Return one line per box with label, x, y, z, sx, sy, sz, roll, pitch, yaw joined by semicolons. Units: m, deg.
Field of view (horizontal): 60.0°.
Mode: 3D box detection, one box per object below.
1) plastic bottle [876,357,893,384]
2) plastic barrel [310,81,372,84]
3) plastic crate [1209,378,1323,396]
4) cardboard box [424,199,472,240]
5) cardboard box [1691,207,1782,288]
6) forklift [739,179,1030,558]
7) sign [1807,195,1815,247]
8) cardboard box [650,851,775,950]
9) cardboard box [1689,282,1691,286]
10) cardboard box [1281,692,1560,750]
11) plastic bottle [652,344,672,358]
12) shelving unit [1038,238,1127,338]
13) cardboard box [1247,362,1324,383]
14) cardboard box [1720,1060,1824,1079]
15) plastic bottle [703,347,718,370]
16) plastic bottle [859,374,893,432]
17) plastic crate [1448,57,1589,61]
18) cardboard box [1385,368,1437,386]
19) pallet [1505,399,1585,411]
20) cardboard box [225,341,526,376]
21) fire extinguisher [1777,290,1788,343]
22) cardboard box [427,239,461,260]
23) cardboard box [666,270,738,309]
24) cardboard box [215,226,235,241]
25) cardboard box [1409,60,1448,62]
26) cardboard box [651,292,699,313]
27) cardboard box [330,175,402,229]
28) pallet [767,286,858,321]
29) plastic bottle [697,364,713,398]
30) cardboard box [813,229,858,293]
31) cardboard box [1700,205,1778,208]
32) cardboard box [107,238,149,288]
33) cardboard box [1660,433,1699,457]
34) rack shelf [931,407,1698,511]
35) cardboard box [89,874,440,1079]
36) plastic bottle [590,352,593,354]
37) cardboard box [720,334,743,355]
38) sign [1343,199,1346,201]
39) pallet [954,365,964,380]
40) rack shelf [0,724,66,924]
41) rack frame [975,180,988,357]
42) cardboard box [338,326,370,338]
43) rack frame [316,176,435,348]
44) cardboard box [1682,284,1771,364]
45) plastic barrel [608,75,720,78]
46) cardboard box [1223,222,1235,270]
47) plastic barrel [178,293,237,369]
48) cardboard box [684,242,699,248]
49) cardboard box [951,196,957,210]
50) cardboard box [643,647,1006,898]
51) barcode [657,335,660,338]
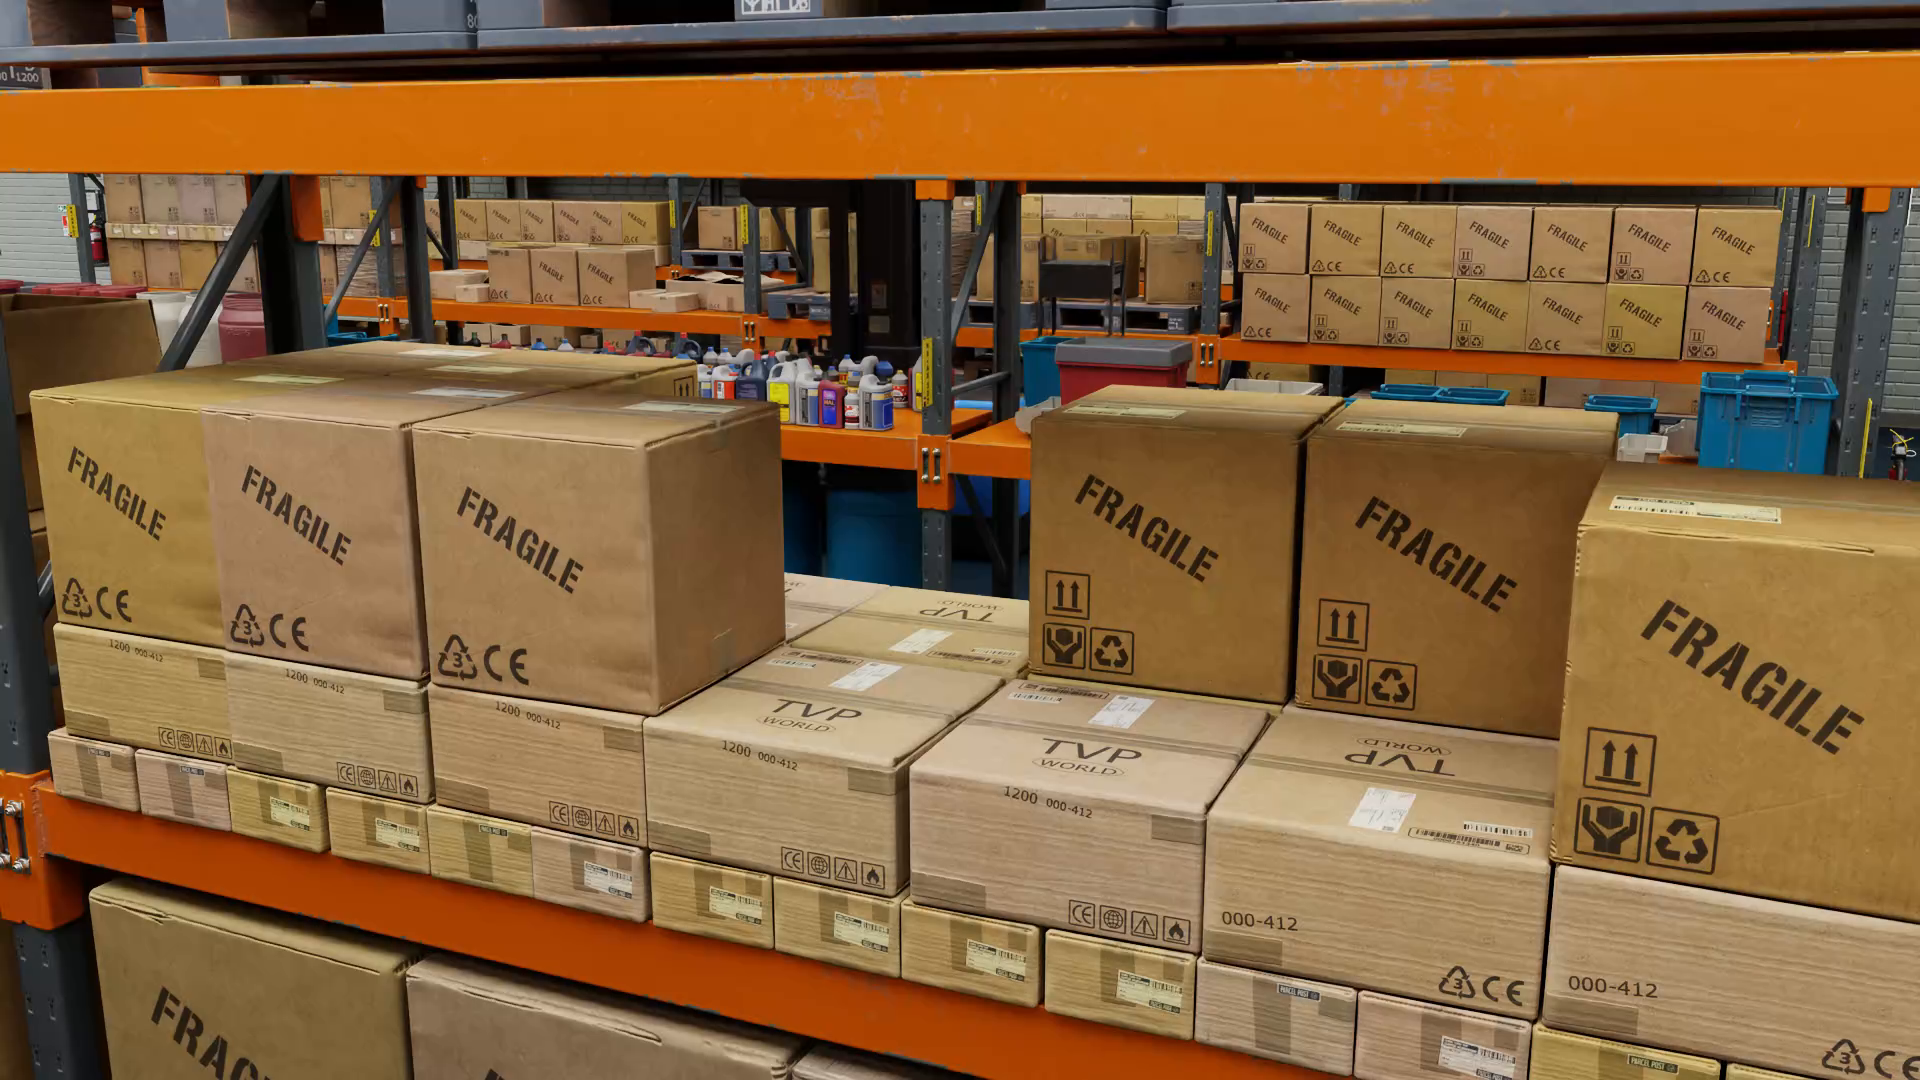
plastic bottle;-0.419;-0.878;9.213;0.097;0.271;0.097;0;13;0
plastic barrel;-3.749;-2.767;10.170;0.421;0.512;0.421;0;13;0
plastic crate;1.389;-0.581;7.794;0.530;0.282;0.437;6;14;23
cardboard box;-6.576;-4.164;21.577;0.500;0.500;0.500;6;14;23
cardboard box;5.216;-1.973;11.189;0.500;0.500;0.500;6;14;23
forklift;-0.884;-1.481;11.652;3.031;2.935;1.130;4;14;18
sign;5.492;-2.057;10.729;0.005;0.325;0.100;6;14;23
cardboard box;-0.377;0.608;3.147;0.250;0.149;0.380;5;14;22
cardboard box;7.267;-2.680;15.952;0.700;0.700;0.980;7;15;26
cardboard box;0.911;0.396;3.179;0.500;0.250;0.500;6;14;23
plastic bottle;-1.735;-1.007;9.734;0.133;0.283;0.061;6;14;23
shelving unit;0.818;-0.962;11.258;0.503;2.100;0.431;4;14;18
cardboard box;3.434;-2.050;17.710;0.750;0.750;0.750;6;14;24
cardboard box;1.260;0.773;2.443;0.250;0.149;0.380;6;15;24
plastic bottle;-1.444;-0.982;9.655;0.097;0.271;0.097;0;13;0
plastic bottle;-0.423;-0.698;8.435;0.135;0.276;0.152;6;14;23
plastic crate;2.440;-2.048;7.487;0.767;0.338;0.504;6;14;23
cardboard box;4.723;-1.756;17.223;0.500;0.500;0.700;6;14;24
pallet;5.864;-1.302;16.841;1.213;0.211;1.003;6;14;23
cardboard box;-1.410;-0.205;4.099;0.500;0.500;0.500;6;15;25
fire extinguisher;7.689;-2.159;15.376;0.183;0.674;0.296;6;14;23
cardboard box;-6.573;-3.794;21.643;0.500;0.250;0.500;5;14;22
cardboard box;-2.319;-2.274;15.073;0.500;0.311;0.500;6;14;23
cardboard box;-7.217;-3.075;16.654;0.250;0.149;0.380;6;14;24
cardboard box;3.332;-3.263;11.762;0.500;0.250;0.500;6;14;23
cardboard box;-2.514;-2.097;14.676;0.250;0.149;0.380;6;14;23
cardboard box;-5.645;-3.284;16.125;0.500;0.500;0.700;6;14;24
pallet;-0.931;-2.052;14.355;1.003;0.211;1.213;6;14;23
plastic bottle;-1.342;-0.791;8.831;0.135;0.276;0.152;6;14;23
cardboard box;-0.958;-2.412;14.331;0.500;0.500;0.700;1;13;4
cardboard box;5.436;-2.085;11.668;0.500;0.500;0.500;6;15;25
cardboard box;-8.472;-2.937;17.486;0.500;0.500;0.700;6;14;23
cardboard box;5.138;-0.450;11.614;0.500;0.500;0.500;6;14;23
rack shelf;1.896;-0.254;7.847;4.000;0.370;1.077;6;14;23
cardboard box;-1.367;1.153;4.008;0.875;0.875;0.875;6;14;23
plastic bottle;-2.204;-1.025;9.990;0.097;0.201;0.097;0;13;0
cardboard box;-2.554;-2.532;20.486;0.500;0.500;0.700;6;15;25
sign;3.870;-3.270;16.762;0.005;0.325;0.100;6;14;23
pallet;-0.291;-1.944;19.577;1.213;0.211;1.003;6;14;23
rack shelf;-3.767;0.410;5.015;4.000;0.370;1.077;6;14;23
rack frame;0.423;-3.229;18.949;0.127;3.000;1.000;6;14;23
cardboard box;-6.202;-1.841;16.492;0.500;0.500;0.500;6;14;23
rack frame;-3.589;-1.160;10.131;0.127;3.000;1.000;6;14;23
cardboard box;5.215;-1.487;11.306;0.500;0.500;0.500;6;15;25
plastic barrel;-1.555;-2.824;8.642;0.708;0.901;0.600;6;14;23
cardboard box;3.086;-3.097;17.474;0.500;0.500;0.500;6;14;24
plastic barrel;-4.616;-1.265;10.333;0.421;0.512;0.421;0;13;0
cardboard box;-3.577;-3.624;20.917;0.500;0.250;0.500;6;14;24
cardboard box;-0.204;-3.860;19.036;0.250;0.149;0.380;3;14;14
cardboard box;-0.239;0.412;3.108;0.500;0.250;0.500;6;14;23
barcode;-3.889;-2.601;21.396;0.075;0.075;0.001;6;14;23
